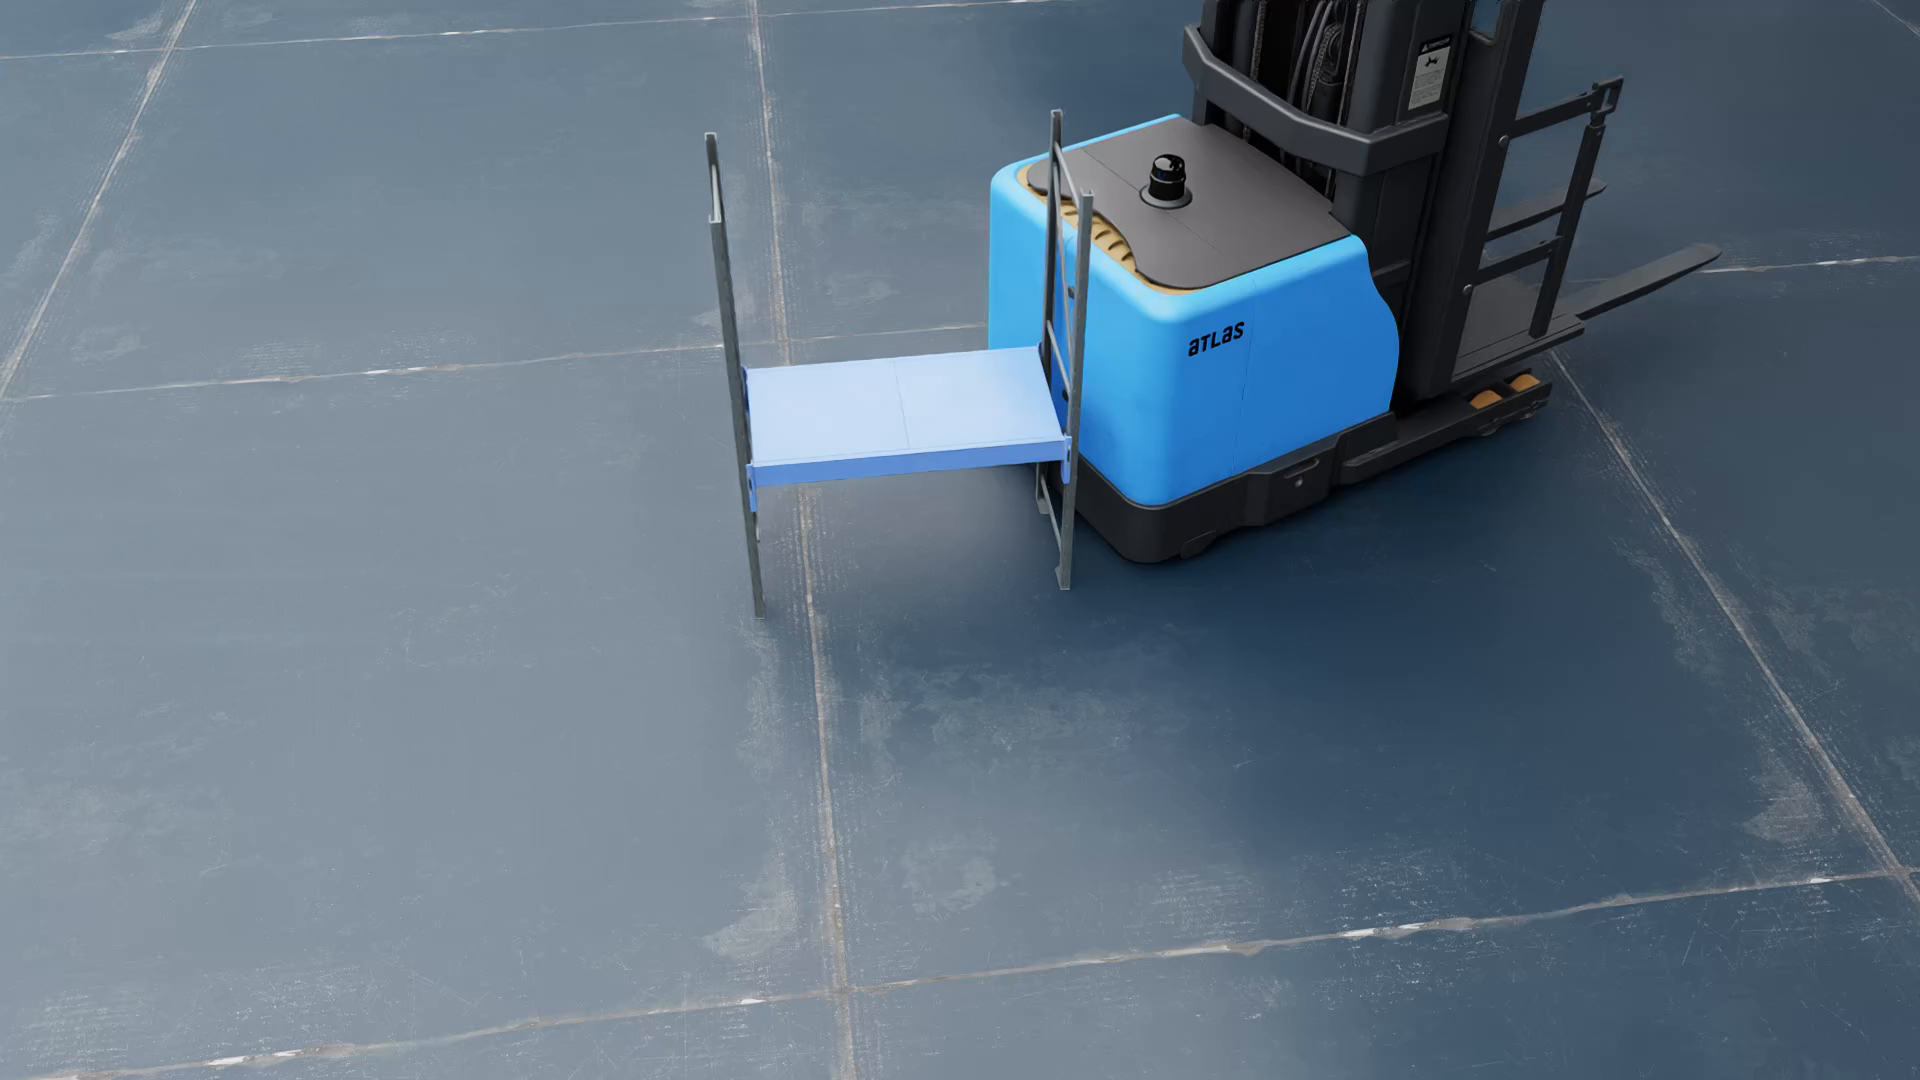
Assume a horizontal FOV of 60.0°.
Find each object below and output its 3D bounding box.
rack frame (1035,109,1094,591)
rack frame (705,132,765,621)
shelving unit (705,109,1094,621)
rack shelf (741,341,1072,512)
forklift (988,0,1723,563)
[{"bbox_3d":[0.318,-0.552,5.242,0.032,1.500,0.500,-5,42,-6],"label":"rack frame"},{"bbox_3d":[-0.689,-0.458,5.138,0.032,1.500,0.500,-5,42,-6],"label":"rack frame"},{"bbox_3d":[-0.186,-0.505,5.190,1.048,1.500,0.538,-5,42,-6],"label":"shelving unit"},{"bbox_3d":[-0.186,-0.372,5.311,1.000,0.185,0.538,-5,42,-6],"label":"rack shelf"},{"bbox_3d":[1.614,-1.756,5.509,3.031,2.935,1.130,-22,47,-23],"label":"forklift"}]
